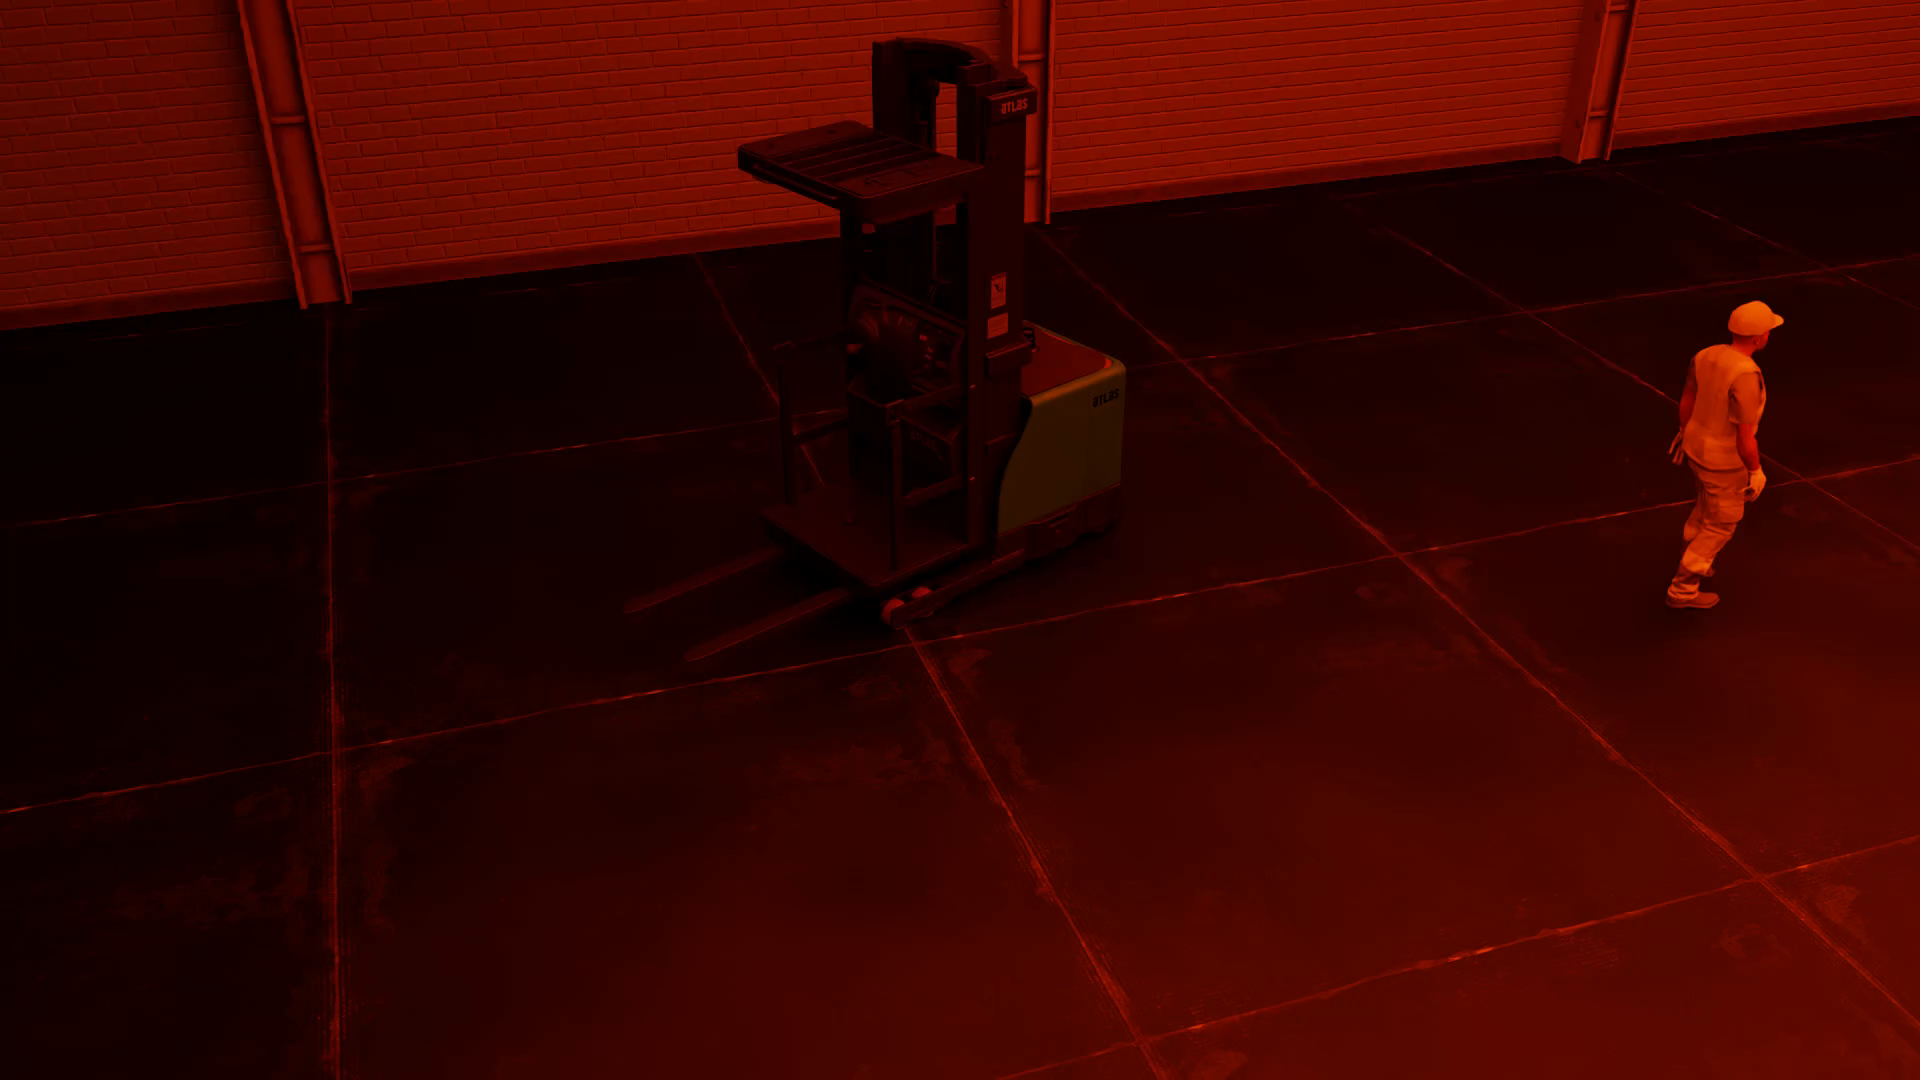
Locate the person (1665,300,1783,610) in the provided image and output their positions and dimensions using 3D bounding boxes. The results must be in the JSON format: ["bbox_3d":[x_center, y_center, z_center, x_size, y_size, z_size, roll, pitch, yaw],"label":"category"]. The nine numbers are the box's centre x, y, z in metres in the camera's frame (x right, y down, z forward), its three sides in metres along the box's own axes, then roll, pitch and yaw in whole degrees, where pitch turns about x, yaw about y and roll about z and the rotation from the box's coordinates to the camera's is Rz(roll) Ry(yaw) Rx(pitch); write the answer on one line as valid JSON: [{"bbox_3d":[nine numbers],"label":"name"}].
[{"bbox_3d":[4.207,-0.442,9.062,0.513,1.819,0.629,-3,30,-6],"label":"person"}]

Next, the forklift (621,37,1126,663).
[{"bbox_3d":[-0.461,-1.072,8.951,3.031,2.935,1.130,-23,37,-34],"label":"forklift"}]
